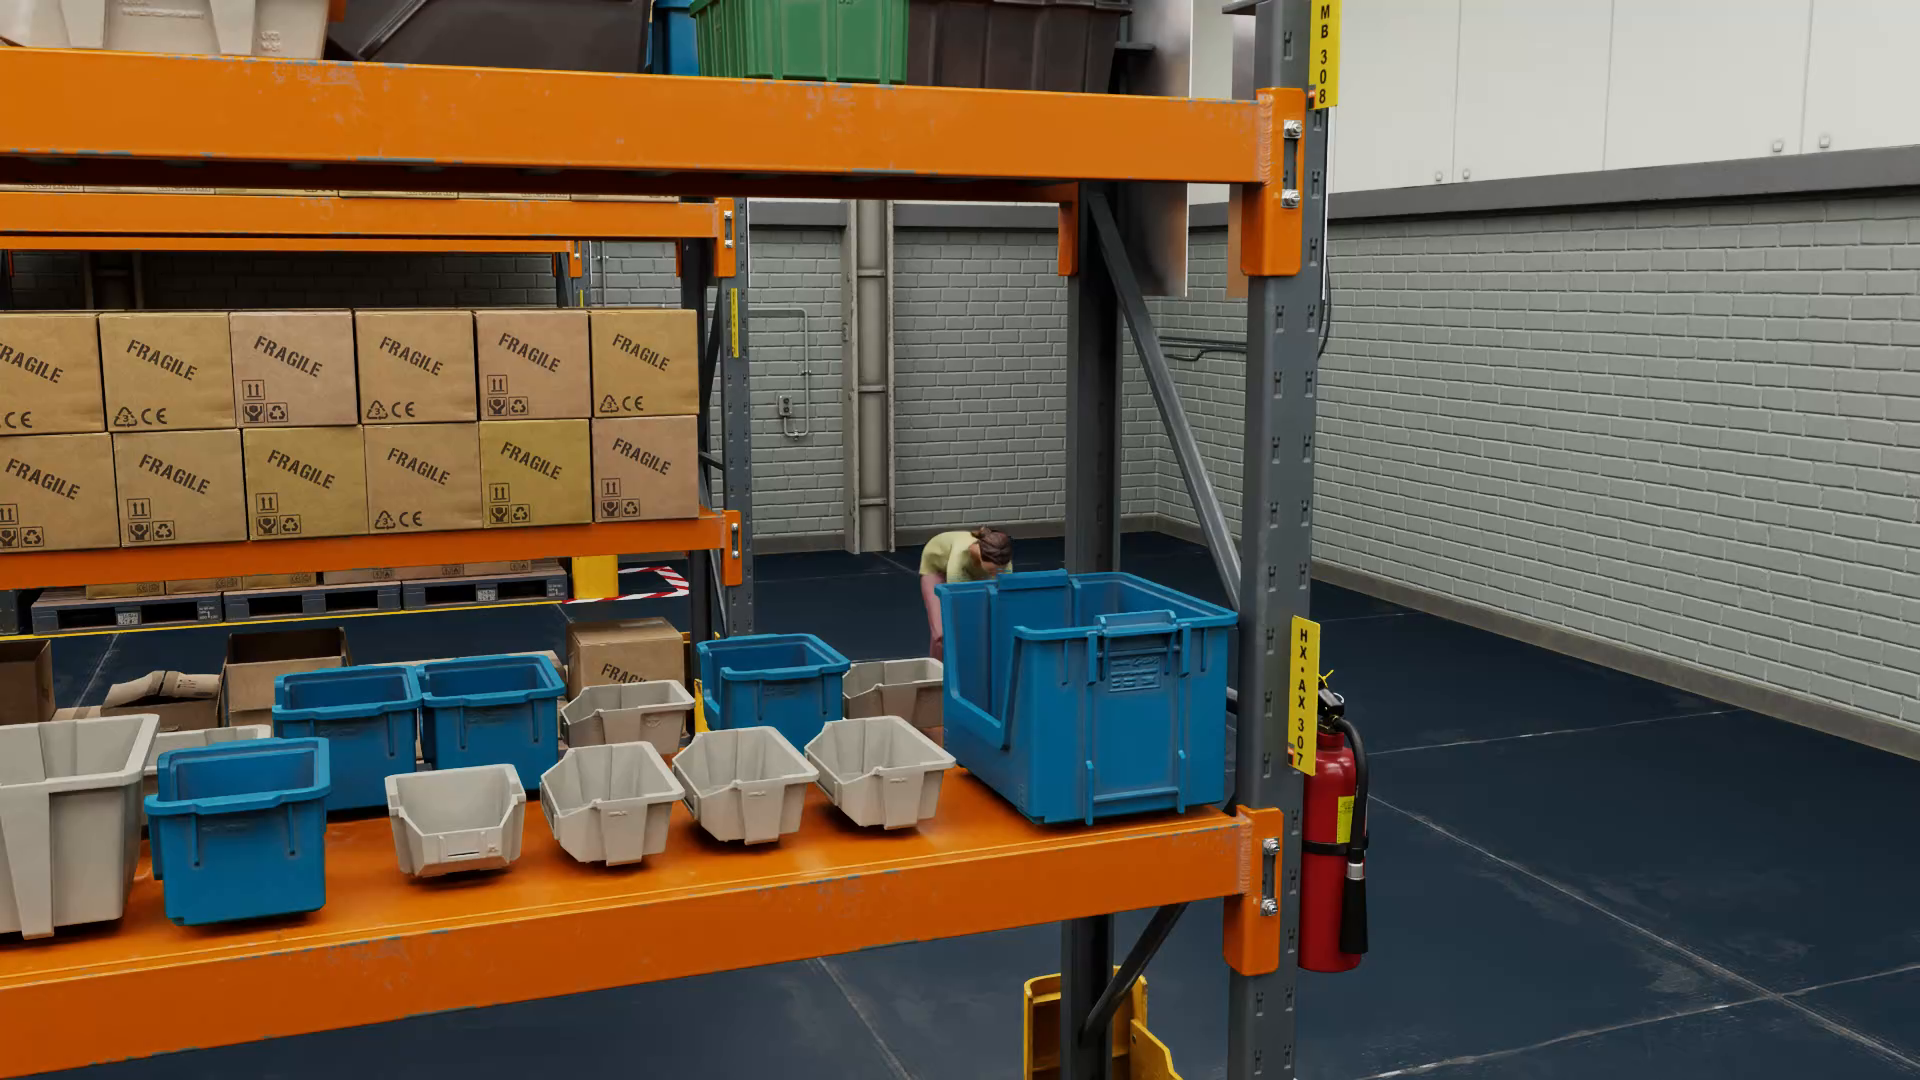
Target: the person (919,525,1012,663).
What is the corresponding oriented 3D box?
[{"bbox_3d":[0.062,0.439,9.423,0.448,1.104,0.860,-4,10,-23],"label":"person"}]
